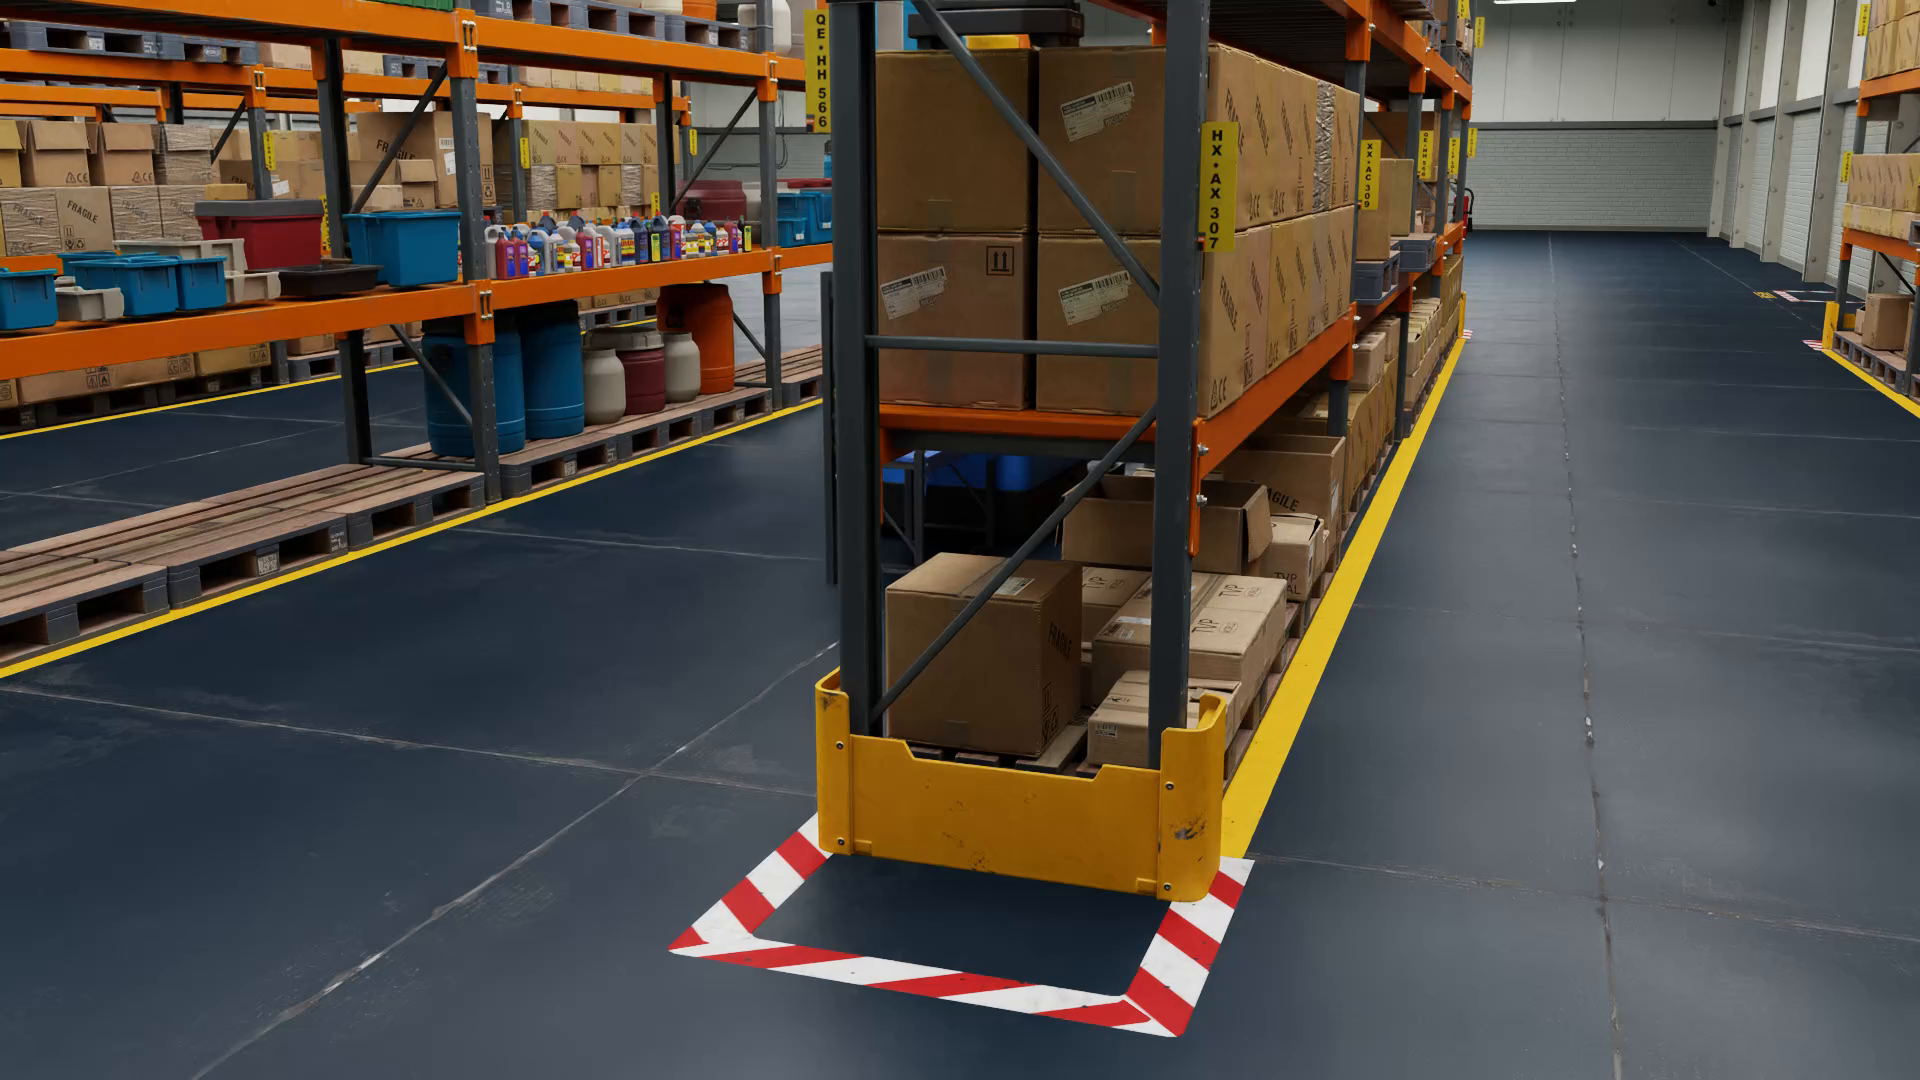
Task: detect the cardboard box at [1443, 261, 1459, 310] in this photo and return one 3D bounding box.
[{"bbox_3d":[4.954,-2.666,17.476,0.500,0.500,0.500,4,14,18],"label":"cardboard box"}]

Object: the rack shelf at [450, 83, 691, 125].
[{"bbox_3d":[-4.700,-5.292,20.307,1.077,0.370,4.000,4,14,18],"label":"rack shelf"}]

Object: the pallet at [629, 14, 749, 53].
[{"bbox_3d":[-2.295,-3.776,12.475,1.003,0.211,1.213,4,14,18],"label":"pallet"}]

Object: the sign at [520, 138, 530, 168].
[{"bbox_3d":[-4.821,-4.284,18.415,0.100,0.325,0.005,4,14,18],"label":"sign"}]

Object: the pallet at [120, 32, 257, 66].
[{"bbox_3d":[-6.800,-4.148,14.102,1.213,0.211,1.003,5,14,21],"label":"pallet"}]

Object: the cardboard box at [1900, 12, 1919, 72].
[{"bbox_3d":[8.962,-4.559,15.210,0.500,0.500,0.500,4,13,16],"label":"cardboard box"}]

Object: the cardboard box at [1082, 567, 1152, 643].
[{"bbox_3d":[0.421,0.278,6.220,0.500,0.250,0.500,4,14,18],"label":"cardboard box"}]

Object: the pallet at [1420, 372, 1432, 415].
[{"bbox_3d":[3.430,-1.270,14.076,1.003,0.211,1.213,4,14,18],"label":"pallet"}]

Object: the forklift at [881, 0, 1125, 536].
[{"bbox_3d":[0.392,-1.729,9.975,1.130,2.935,3.031,5,14,20],"label":"forklift"}]

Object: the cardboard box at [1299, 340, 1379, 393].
[{"bbox_3d":[2.147,-1.017,9.645,0.500,0.250,0.500,4,14,19],"label":"cardboard box"}]

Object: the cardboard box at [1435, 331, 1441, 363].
[{"bbox_3d":[4.165,-1.801,15.372,0.500,0.250,0.500,4,14,18],"label":"cardboard box"}]

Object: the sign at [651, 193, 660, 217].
[{"bbox_3d":[-2.478,-2.678,13.612,0.100,0.325,0.005,4,14,18],"label":"sign"}]

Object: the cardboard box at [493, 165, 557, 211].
[{"bbox_3d":[-5.143,-4.043,19.067,0.875,0.500,0.500,4,14,18],"label":"cardboard box"}]

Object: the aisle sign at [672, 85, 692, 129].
[{"bbox_3d":[-3.749,-5.860,22.079,0.394,0.787,0.004,4,14,18],"label":"aisle sign"}]

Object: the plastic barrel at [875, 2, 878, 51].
[{"bbox_3d":[-1.043,-4.711,15.019,0.600,0.901,0.708,4,14,18],"label":"plastic barrel"}]

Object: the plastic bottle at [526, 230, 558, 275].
[{"bbox_3d":[-2.621,-1.804,10.431,0.152,0.276,0.135,4,14,18],"label":"plastic bottle"}]

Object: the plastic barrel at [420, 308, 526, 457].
[{"bbox_3d":[-3.057,-1.013,10.456,0.600,0.901,0.708,4,14,18],"label":"plastic barrel"}]

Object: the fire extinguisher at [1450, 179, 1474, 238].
[{"bbox_3d":[5.797,-3.841,19.248,0.296,0.674,0.183,4,14,18],"label":"fire extinguisher"}]

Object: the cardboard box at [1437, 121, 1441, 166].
[{"bbox_3d":[4.487,-4.032,16.771,0.700,0.500,0.500,4,14,18],"label":"cardboard box"}]

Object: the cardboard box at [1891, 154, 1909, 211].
[{"bbox_3d":[8.730,-3.218,14.955,0.500,0.500,0.500,4,14,18],"label":"cardboard box"}]

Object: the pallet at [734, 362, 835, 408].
[{"bbox_3d":[-1.668,-1.361,14.476,1.003,0.211,1.213,4,14,18],"label":"pallet"}]

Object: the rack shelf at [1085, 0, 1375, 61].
[{"bbox_3d":[0.789,-2.051,6.108,1.077,0.370,4.000,4,14,18],"label":"rack shelf"}]

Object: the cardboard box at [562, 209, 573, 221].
[{"bbox_3d":[-4.773,-3.820,19.546,0.380,0.149,0.250,4,14,18],"label":"cardboard box"}]

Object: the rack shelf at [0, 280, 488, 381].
[{"bbox_3d":[-3.896,-0.946,8.008,1.077,0.370,4.000,4,14,18],"label":"rack shelf"}]

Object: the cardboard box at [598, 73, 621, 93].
[{"bbox_3d":[-4.459,-5.552,20.166,0.500,0.250,0.500,4,13,17],"label":"cardboard box"}]

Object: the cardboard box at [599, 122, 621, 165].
[{"bbox_3d":[-4.487,-4.833,20.282,0.500,0.500,0.500,4,14,18],"label":"cardboard box"}]

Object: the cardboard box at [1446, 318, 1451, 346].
[{"bbox_3d":[4.628,-2.090,16.638,0.500,0.250,0.500,4,14,18],"label":"cardboard box"}]

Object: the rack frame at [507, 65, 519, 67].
[{"bbox_3d":[-5.347,-6.684,18.048,1.000,3.000,0.127,4,14,18],"label":"rack frame"}]

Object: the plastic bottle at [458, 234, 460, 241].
[{"bbox_3d":[-3.125,-1.900,10.684,0.144,0.351,0.185,4,14,18],"label":"plastic bottle"}]

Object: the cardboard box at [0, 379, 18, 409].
[{"bbox_3d":[-7.748,-1.379,12.122,1.225,0.875,0.875,4,14,19],"label":"cardboard box"}]

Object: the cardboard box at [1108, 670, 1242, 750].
[{"bbox_3d":[0.684,0.533,5.292,0.380,0.166,0.250,4,14,18],"label":"cardboard box"}]

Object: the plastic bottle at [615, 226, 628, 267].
[{"bbox_3d":[-2.301,-1.991,11.261,0.097,0.271,0.097,0,13,0],"label":"plastic bottle"}]

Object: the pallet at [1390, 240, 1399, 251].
[{"bbox_3d":[2.106,-1.699,10.123,1.003,0.211,1.213,4,14,18],"label":"pallet"}]

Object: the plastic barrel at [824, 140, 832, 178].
[{"bbox_3d":[-1.072,-3.587,16.836,0.600,0.901,0.708,4,14,18],"label":"plastic barrel"}]

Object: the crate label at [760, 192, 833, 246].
[{"bbox_3d":[-1.378,-2.767,14.290,0.502,0.435,0.616,4,14,18],"label":"crate label"}]

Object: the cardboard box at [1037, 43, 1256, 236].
[{"bbox_3d":[0.535,-1.129,4.721,0.500,0.500,0.500,5,14,20],"label":"cardboard box"}]

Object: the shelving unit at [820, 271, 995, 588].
[{"bbox_3d":[-0.229,-0.595,8.224,0.538,1.500,1.048,5,14,20],"label":"shelving unit"}]

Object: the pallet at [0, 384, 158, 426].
[{"bbox_3d":[-7.364,-1.141,13.510,1.003,0.211,1.213,4,14,18],"label":"pallet"}]

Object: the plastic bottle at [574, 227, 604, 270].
[{"bbox_3d":[-2.439,-1.922,10.948,0.152,0.276,0.135,4,14,18],"label":"plastic bottle"}]

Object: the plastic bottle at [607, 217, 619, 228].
[{"bbox_3d":[-2.637,-2.313,12.643,0.061,0.283,0.133,4,14,18],"label":"plastic bottle"}]

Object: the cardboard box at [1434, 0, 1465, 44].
[{"bbox_3d":[4.437,-4.916,15.561,0.500,0.500,0.500,6,14,23],"label":"cardboard box"}]

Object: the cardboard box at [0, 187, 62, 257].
[{"bbox_3d":[-7.226,-2.413,12.595,0.500,0.500,0.500,4,13,17],"label":"cardboard box"}]

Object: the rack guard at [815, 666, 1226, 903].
[{"bbox_3d":[0.167,0.685,4.865,1.175,0.500,0.348,4,14,18],"label":"rack guard"}]

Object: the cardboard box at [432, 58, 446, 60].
[{"bbox_3d":[-5.557,-5.155,17.451,0.396,0.266,0.258,5,14,20],"label":"cardboard box"}]

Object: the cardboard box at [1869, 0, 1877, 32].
[{"bbox_3d":[9.653,-5.476,16.981,0.500,0.500,0.500,3,13,14],"label":"cardboard box"}]

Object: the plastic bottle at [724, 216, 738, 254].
[{"bbox_3d":[-1.757,-2.339,12.755,0.061,0.283,0.133,4,14,18],"label":"plastic bottle"}]

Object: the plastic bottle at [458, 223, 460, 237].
[{"bbox_3d":[-3.261,-1.911,10.730,0.144,0.351,0.185,4,14,18],"label":"plastic bottle"}]

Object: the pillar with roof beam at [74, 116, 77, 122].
[{"bbox_3d":[-13.191,-9.468,30.245,9.100,9.000,0.400,4,14,18],"label":"pillar with roof beam"}]

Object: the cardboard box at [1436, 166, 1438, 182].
[{"bbox_3d":[4.376,-3.505,15.922,0.380,0.149,0.250,5,14,19],"label":"cardboard box"}]

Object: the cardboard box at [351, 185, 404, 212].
[{"bbox_3d":[-5.882,-3.385,16.469,0.500,0.250,0.500,4,13,17],"label":"cardboard box"}]

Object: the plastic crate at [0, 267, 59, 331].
[{"bbox_3d":[-3.939,-0.990,6.826,0.416,0.233,0.300,4,14,18],"label":"plastic crate"}]

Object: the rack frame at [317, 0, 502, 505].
[{"bbox_3d":[-3.249,-1.718,9.773,1.000,3.000,0.127,4,14,18],"label":"rack frame"}]

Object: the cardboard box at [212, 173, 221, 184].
[{"bbox_3d":[-9.743,-4.406,21.215,0.875,0.550,0.550,4,14,18],"label":"cardboard box"}]

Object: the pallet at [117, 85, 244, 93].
[{"bbox_3d":[-9.733,-5.728,20.801,1.003,0.211,1.213,4,14,18],"label":"pallet"}]
